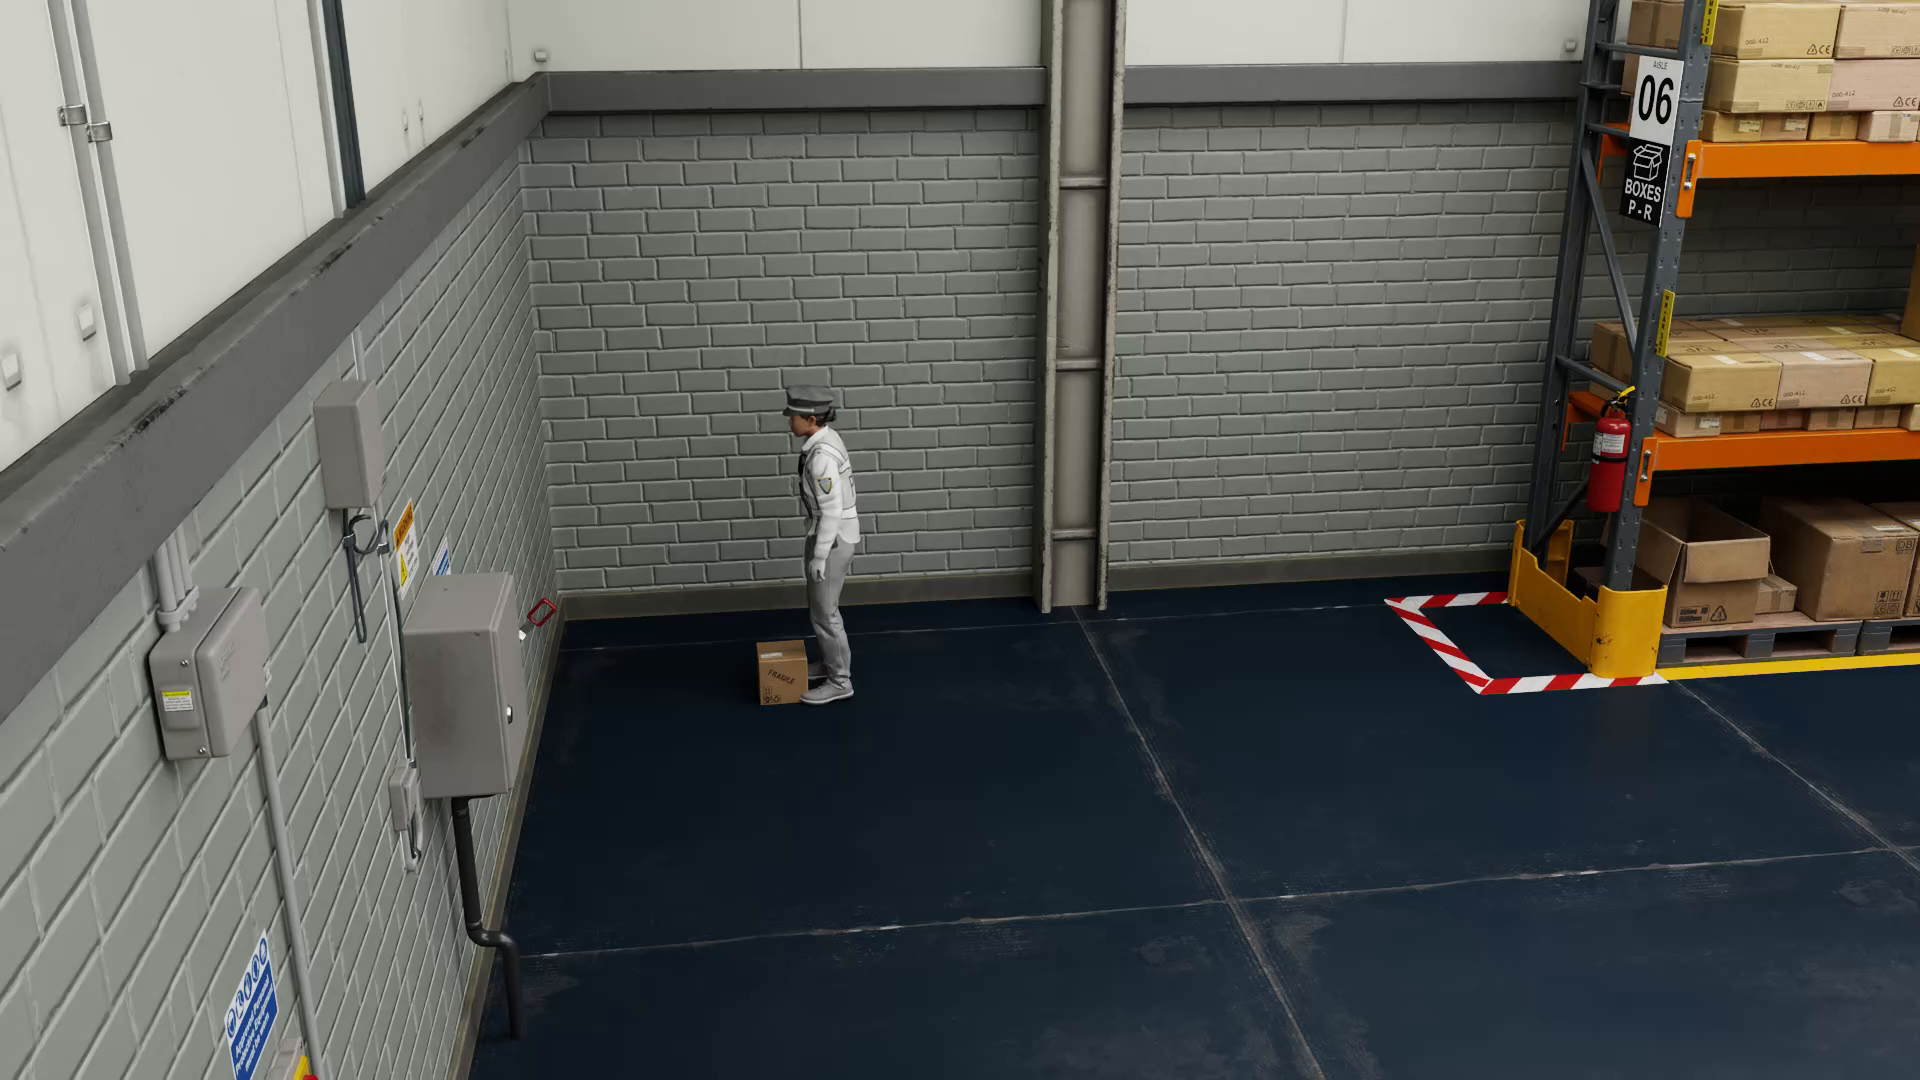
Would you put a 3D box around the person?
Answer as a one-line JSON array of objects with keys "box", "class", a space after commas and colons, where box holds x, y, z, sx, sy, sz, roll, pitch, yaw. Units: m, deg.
[{"box": [-0.699, 0.015, 8.527, 0.371, 1.664, 0.529, -3, 20, -7], "class": "person"}]
